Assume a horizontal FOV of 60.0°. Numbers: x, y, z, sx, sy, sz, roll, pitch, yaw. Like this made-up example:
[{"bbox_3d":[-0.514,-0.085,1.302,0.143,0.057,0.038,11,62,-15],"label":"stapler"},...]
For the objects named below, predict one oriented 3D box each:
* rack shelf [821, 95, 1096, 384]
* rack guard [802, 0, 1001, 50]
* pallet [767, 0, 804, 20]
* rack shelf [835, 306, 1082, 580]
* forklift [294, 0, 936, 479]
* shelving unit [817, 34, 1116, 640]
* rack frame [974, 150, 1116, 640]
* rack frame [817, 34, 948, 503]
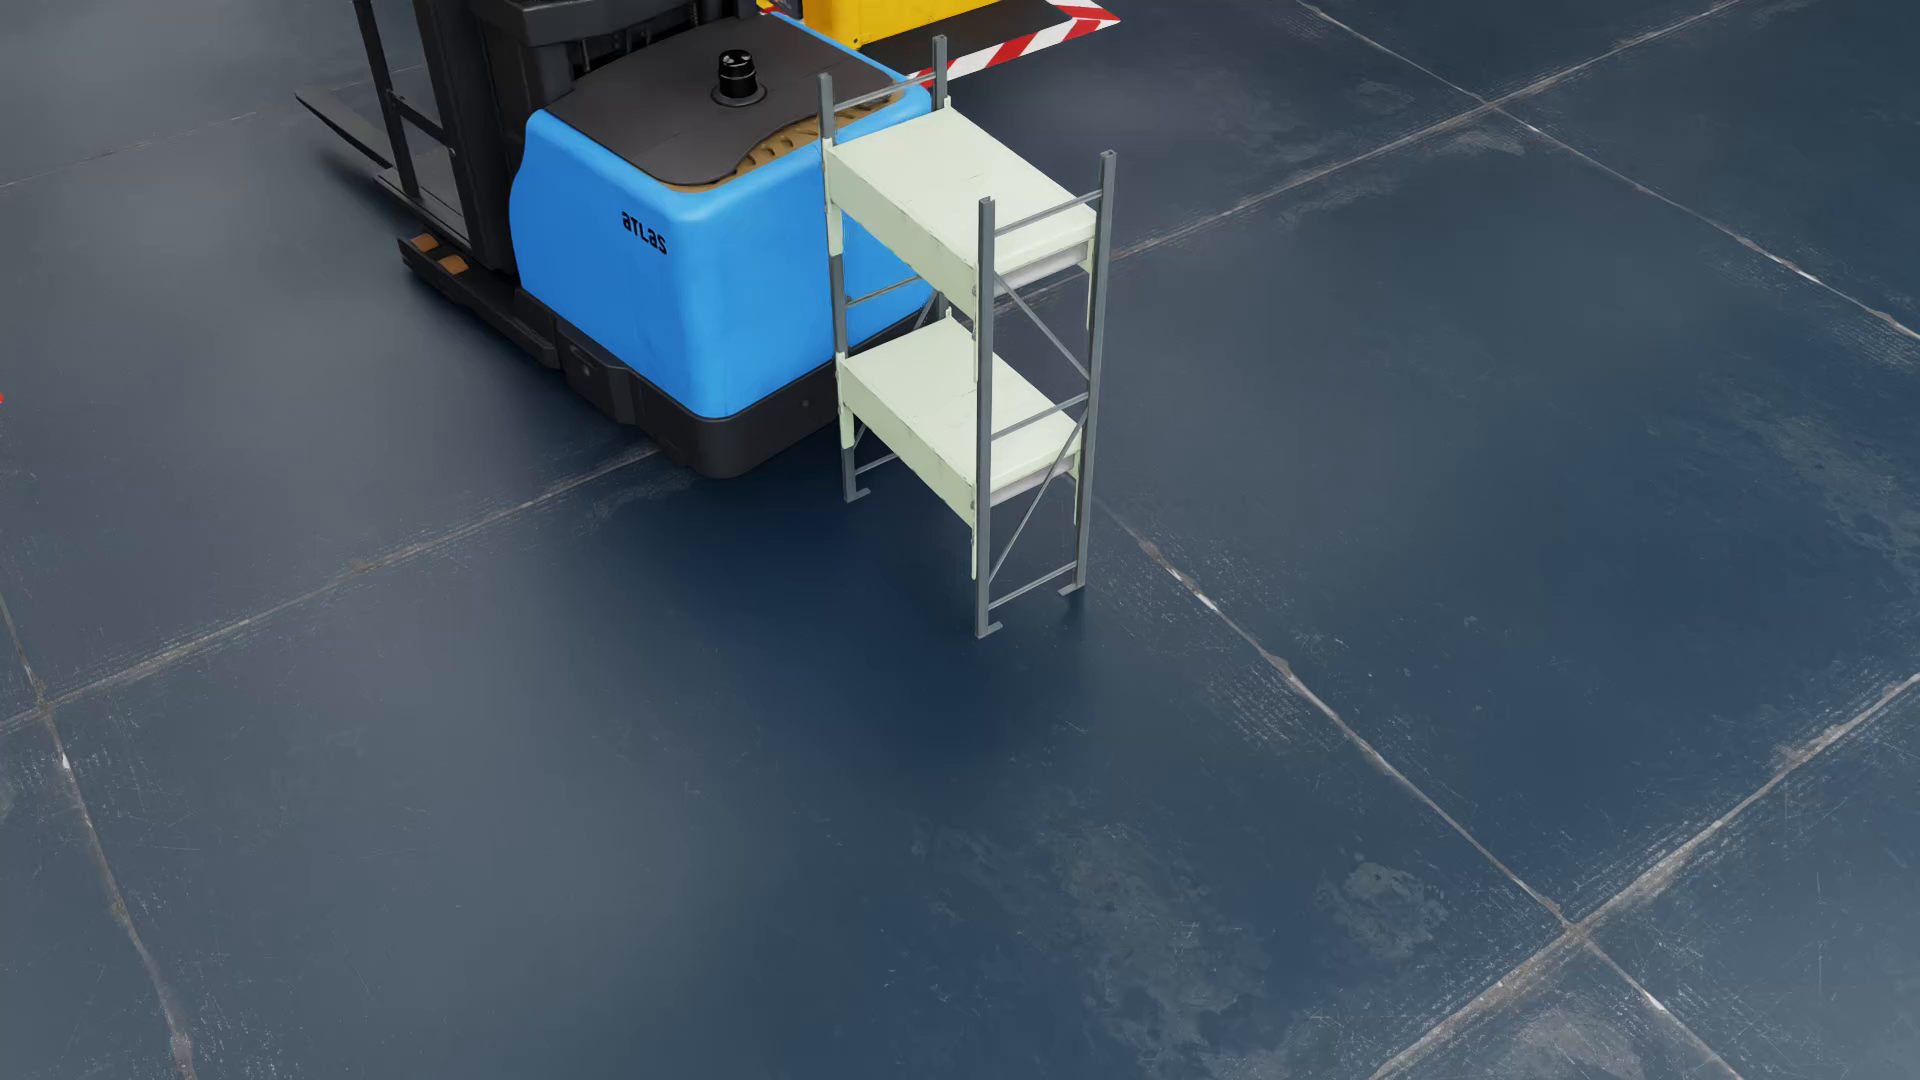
[{"bbox_3d":[0.004,-0.821,4.459,0.431,0.370,0.720,-26,49,-24],"label":"rack shelf"},{"bbox_3d":[-0.174,-2.716,7.733,1.175,0.500,0.348,-26,49,-24],"label":"rack guard"},{"bbox_3d":[-0.710,-3.047,8.289,1.003,0.211,1.213,-26,49,-24],"label":"pallet"},{"bbox_3d":[0.004,-0.303,4.953,0.431,0.370,0.720,-26,49,-24],"label":"rack shelf"},{"bbox_3d":[-1.456,-2.173,5.404,1.130,2.935,3.031,-34,53,-30],"label":"forklift"},{"bbox_3d":[0.004,-0.539,4.728,0.431,1.500,0.755,-26,49,-24],"label":"shelving unit"},{"bbox_3d":[0.213,-0.331,4.511,0.400,1.500,0.023,-26,49,-24],"label":"rack frame"},{"bbox_3d":[-0.206,-0.746,4.945,0.400,1.500,0.023,-26,49,-24],"label":"rack frame"}]
